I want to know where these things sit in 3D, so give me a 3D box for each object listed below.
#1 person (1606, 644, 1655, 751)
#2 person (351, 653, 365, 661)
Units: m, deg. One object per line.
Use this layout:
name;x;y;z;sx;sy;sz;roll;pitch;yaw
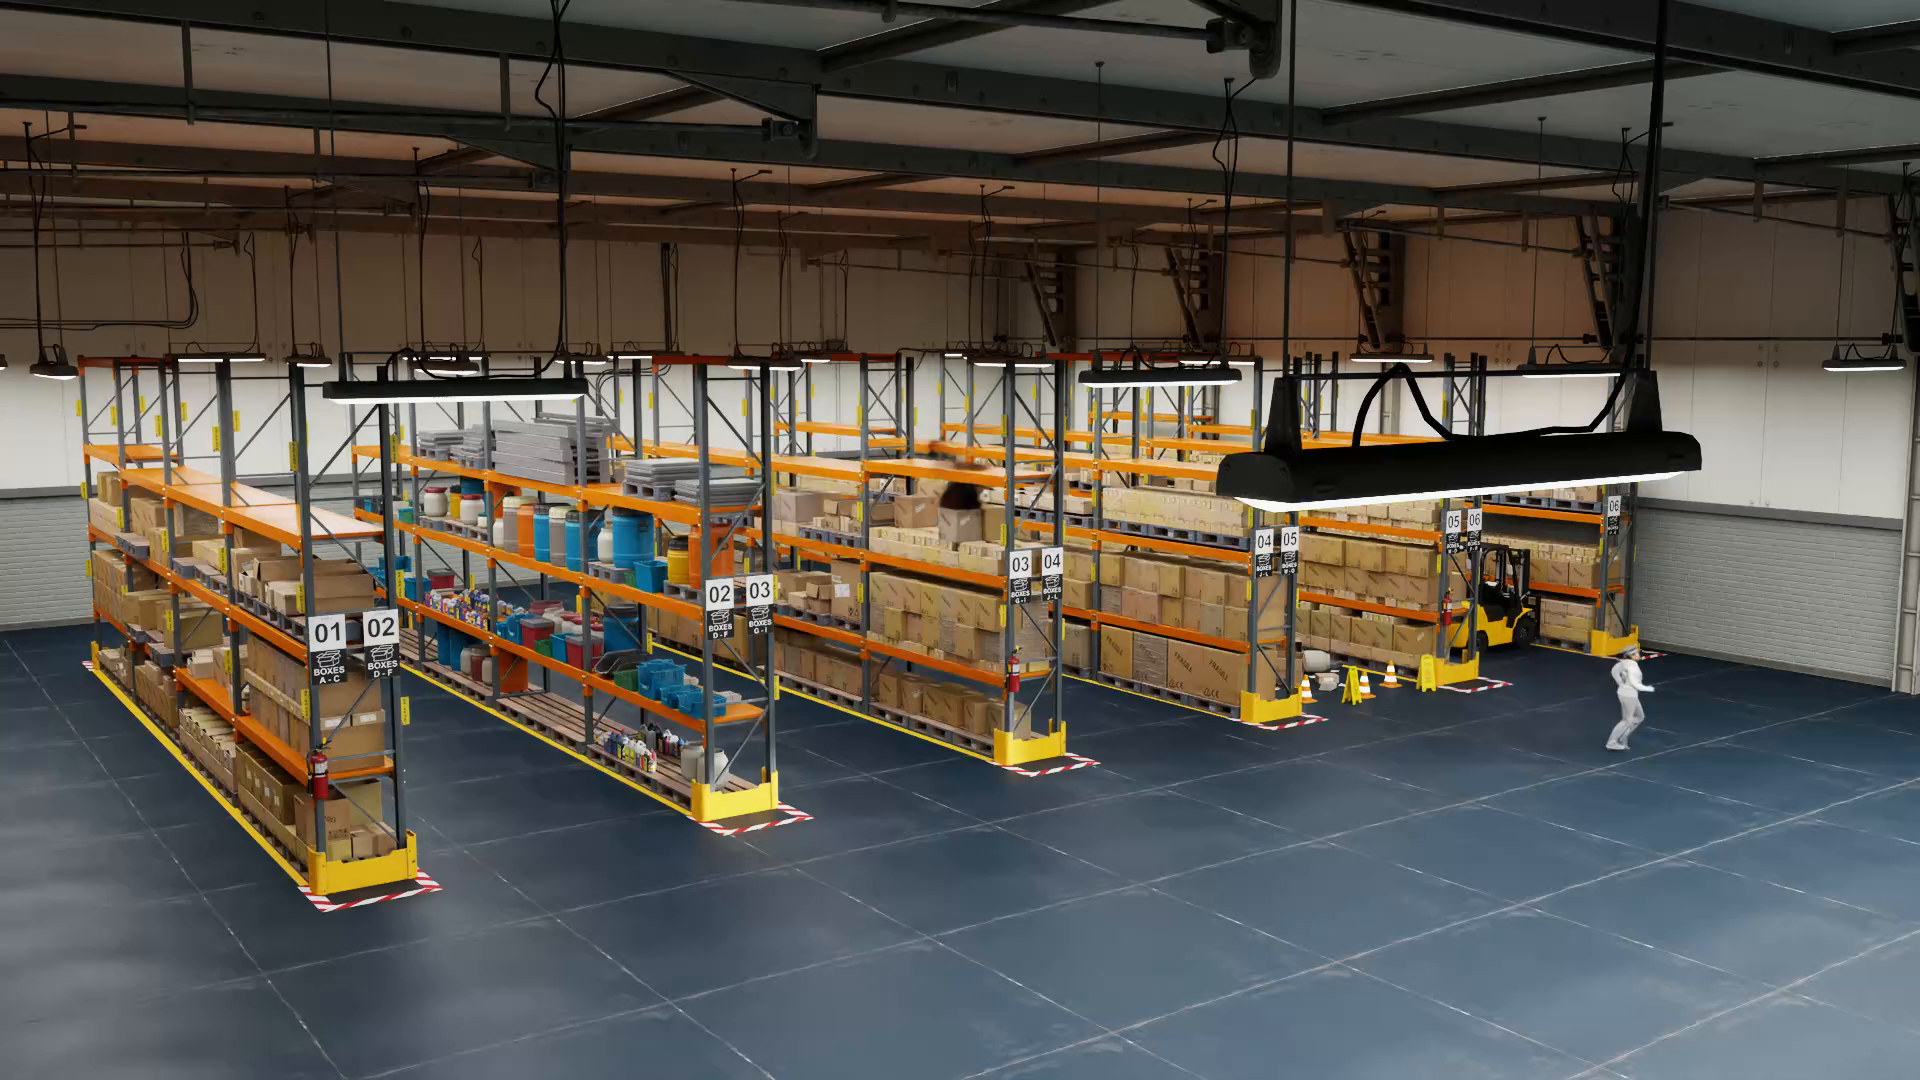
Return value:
person;10.275;2.422;25.483;0.660;1.708;0.643;1;7;12
person;-10.462;2.064;28.620;0.841;1.667;0.607;6;9;42
